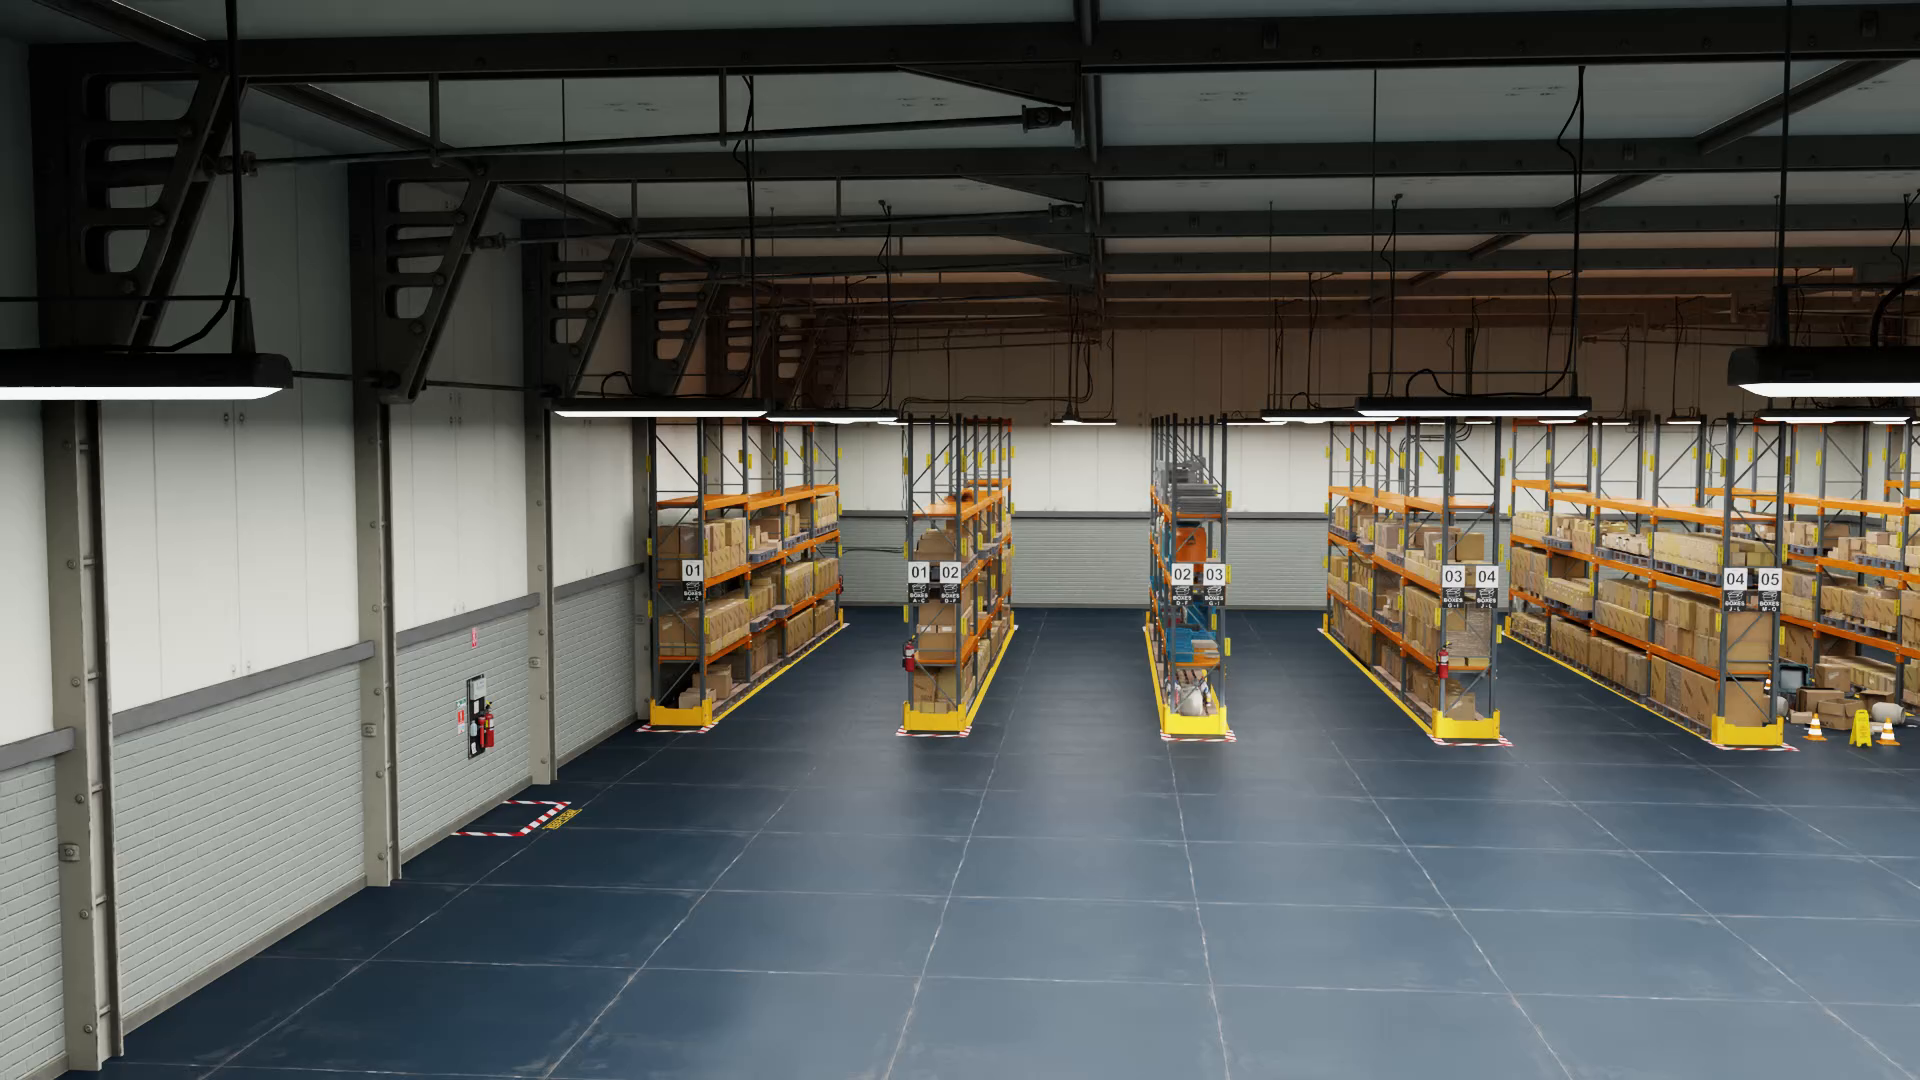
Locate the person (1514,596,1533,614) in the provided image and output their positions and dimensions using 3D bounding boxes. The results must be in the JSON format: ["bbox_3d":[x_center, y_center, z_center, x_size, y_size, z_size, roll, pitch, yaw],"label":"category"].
[{"bbox_3d":[16.031,1.705,47.233,0.512,1.699,0.503,1,4,9],"label":"person"}]

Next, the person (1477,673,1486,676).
[{"bbox_3d":[11.865,2.255,38.395,0.676,1.705,1.076,1,4,9],"label":"person"}]
